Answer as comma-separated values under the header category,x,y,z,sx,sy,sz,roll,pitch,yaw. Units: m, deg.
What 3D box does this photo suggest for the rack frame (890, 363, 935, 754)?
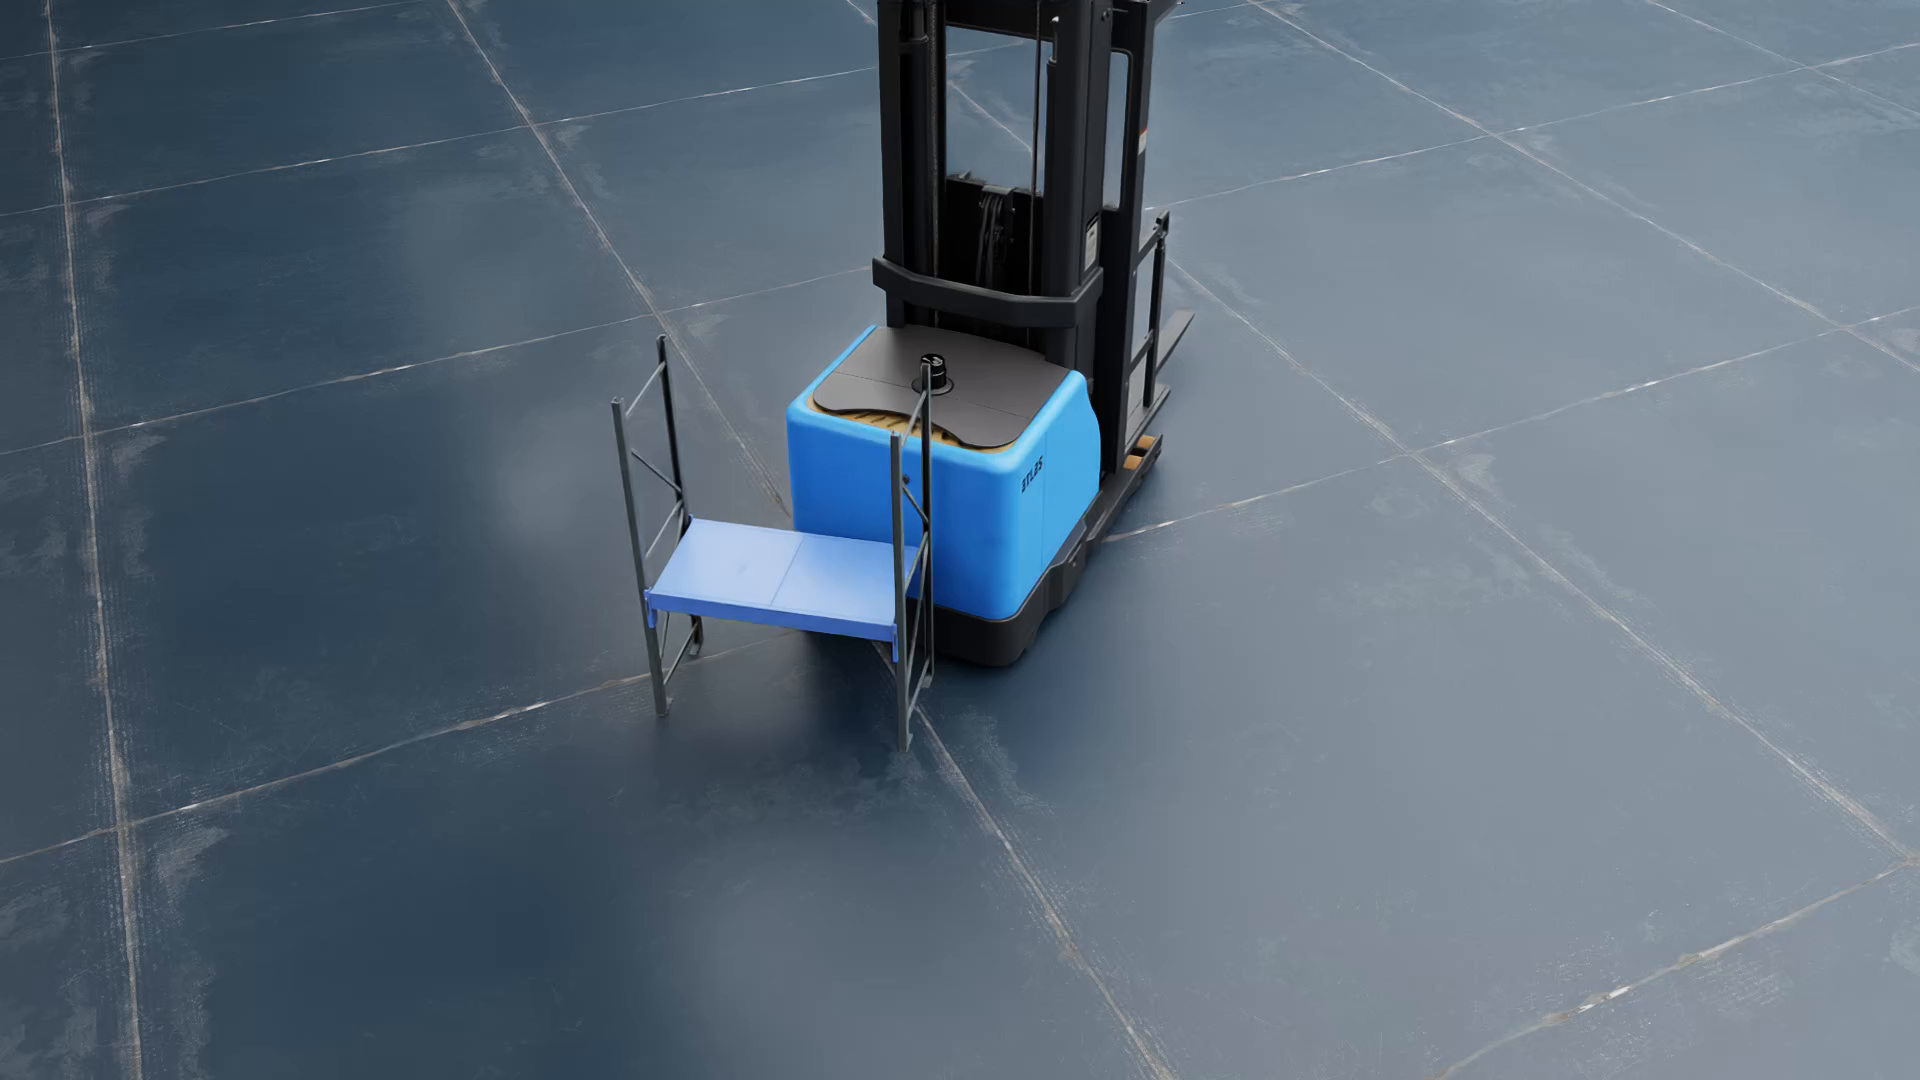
category,x,y,z,sx,sy,sz,roll,pitch,yaw
rack frame,-0.174,0.100,6.357,0.032,1.500,0.500,7,37,10

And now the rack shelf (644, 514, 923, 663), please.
category,x,y,z,sx,sy,sz,roll,pitch,yaw
rack shelf,-0.672,0.181,6.549,1.000,0.185,0.538,7,37,10

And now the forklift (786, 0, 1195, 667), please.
category,x,y,z,sx,sy,sz,roll,pitch,yaw
forklift,0.350,-1.522,7.341,1.130,2.935,3.031,15,39,19

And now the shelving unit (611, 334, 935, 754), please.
category,x,y,z,sx,sy,sz,roll,pitch,yaw
shelving unit,-0.672,0.036,6.442,1.048,1.500,0.538,7,37,10

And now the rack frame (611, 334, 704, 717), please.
category,x,y,z,sx,sy,sz,roll,pitch,yaw
rack frame,-1.169,-0.027,6.527,0.032,1.500,0.500,7,37,10
